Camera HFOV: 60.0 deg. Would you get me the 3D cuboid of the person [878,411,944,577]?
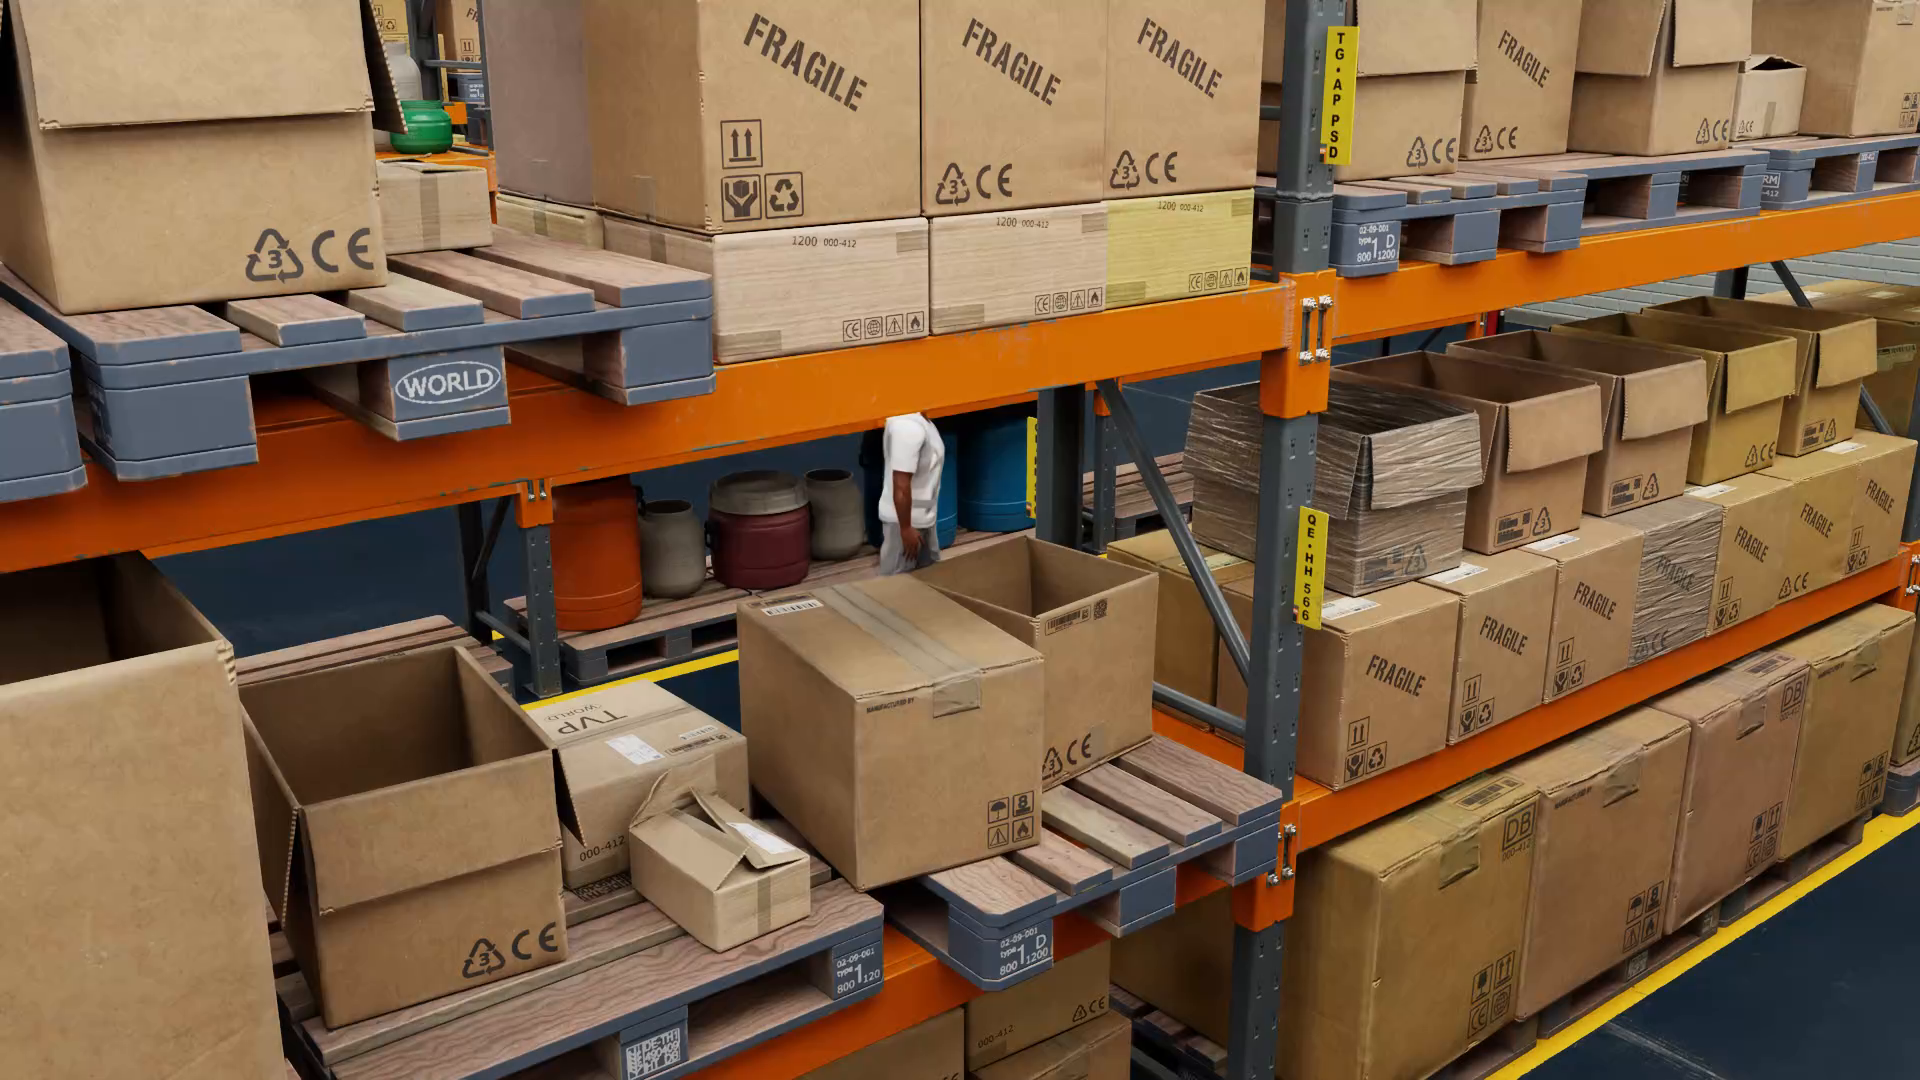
[{"bbox_3d":[-0.316,-0.123,8.908,0.567,1.756,0.597,1,18,3],"label":"person"}]
